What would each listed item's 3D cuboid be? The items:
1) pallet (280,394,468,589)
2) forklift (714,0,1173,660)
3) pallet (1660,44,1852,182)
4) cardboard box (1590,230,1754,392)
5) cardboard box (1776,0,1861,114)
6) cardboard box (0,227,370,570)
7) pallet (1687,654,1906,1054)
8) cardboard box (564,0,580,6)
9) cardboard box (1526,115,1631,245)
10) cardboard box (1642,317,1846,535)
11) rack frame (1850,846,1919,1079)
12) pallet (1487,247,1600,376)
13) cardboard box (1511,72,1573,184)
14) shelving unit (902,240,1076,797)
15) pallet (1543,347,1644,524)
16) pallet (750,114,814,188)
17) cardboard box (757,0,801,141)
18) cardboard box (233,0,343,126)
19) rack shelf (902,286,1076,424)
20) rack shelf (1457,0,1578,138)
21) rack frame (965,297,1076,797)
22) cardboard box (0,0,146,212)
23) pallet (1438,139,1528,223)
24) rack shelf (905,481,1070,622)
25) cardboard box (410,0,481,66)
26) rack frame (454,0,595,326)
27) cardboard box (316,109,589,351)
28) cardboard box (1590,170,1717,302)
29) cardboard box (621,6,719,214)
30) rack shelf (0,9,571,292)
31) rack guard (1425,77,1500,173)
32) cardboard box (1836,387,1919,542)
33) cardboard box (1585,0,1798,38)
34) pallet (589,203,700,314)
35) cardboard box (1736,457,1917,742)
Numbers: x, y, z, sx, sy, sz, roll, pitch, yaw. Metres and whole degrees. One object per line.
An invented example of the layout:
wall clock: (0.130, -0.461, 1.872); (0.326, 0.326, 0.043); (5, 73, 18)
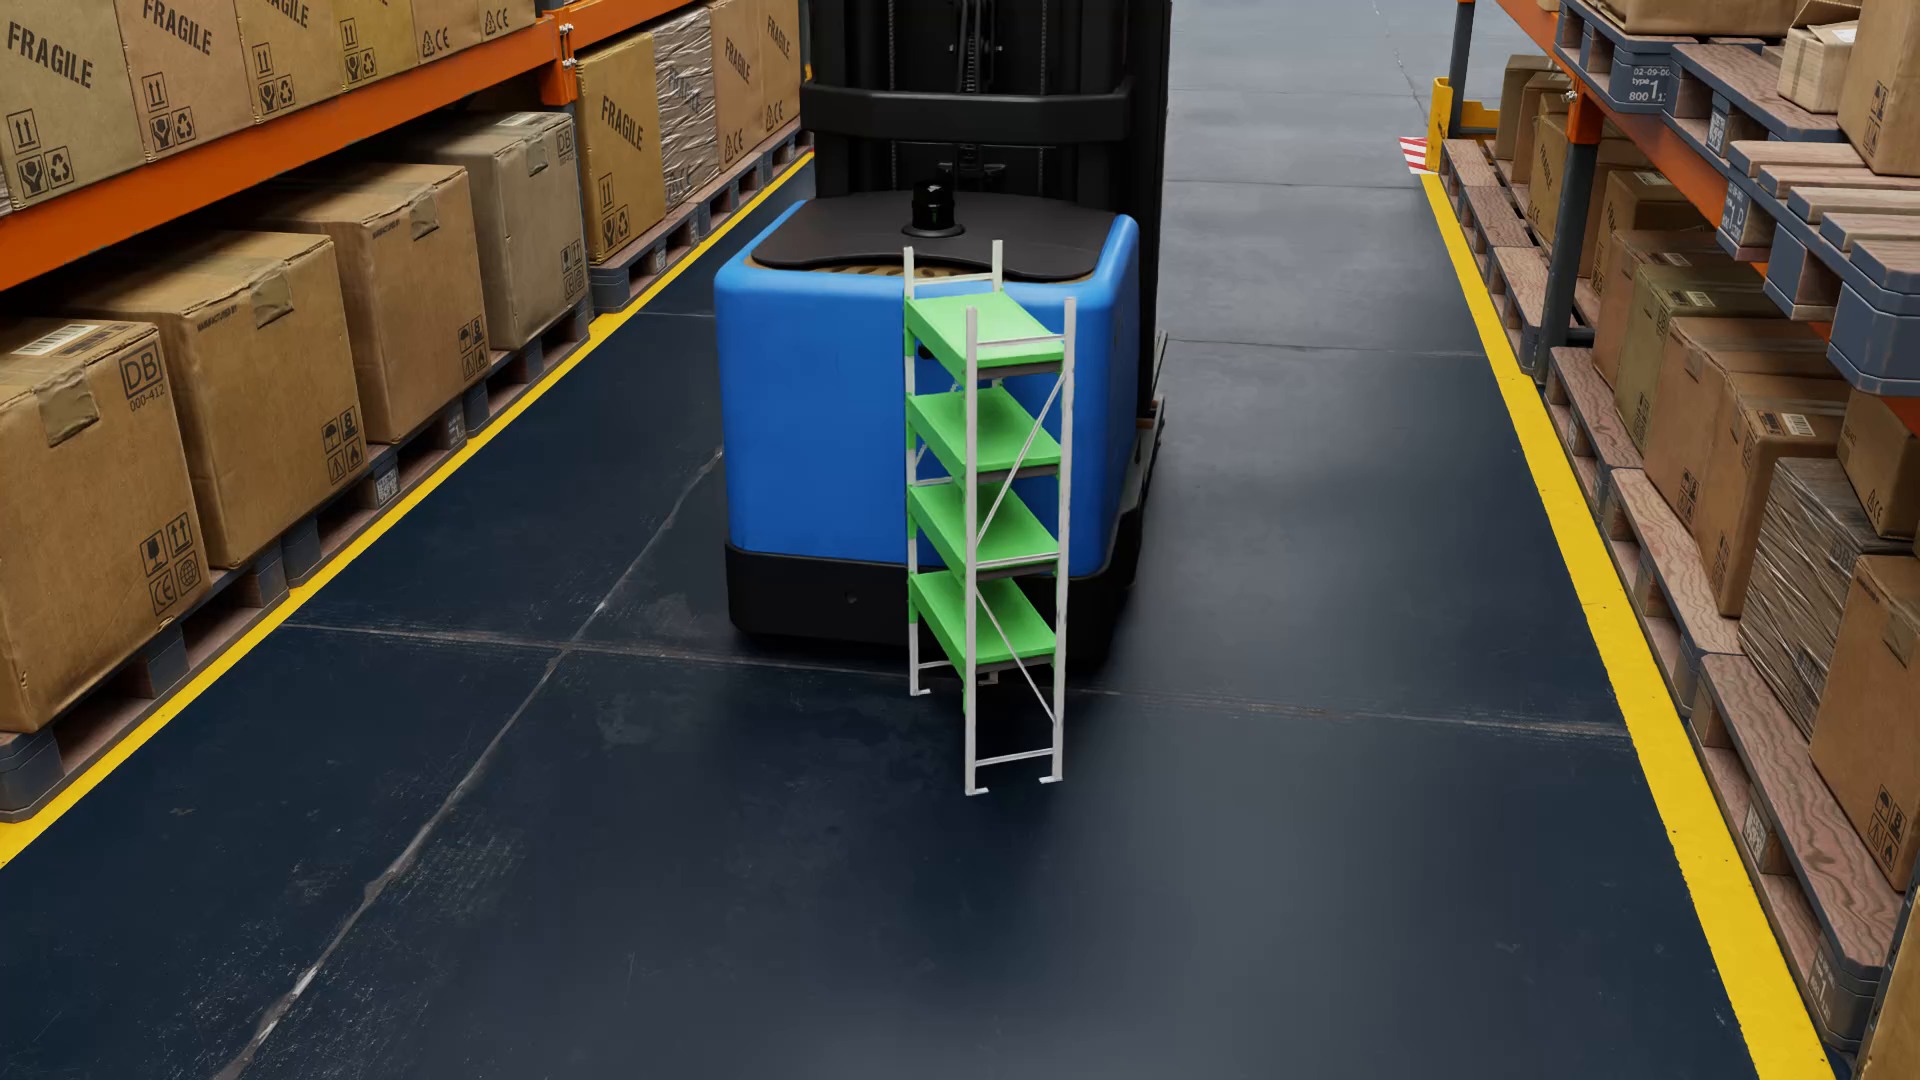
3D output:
pallet: (-2.357, -0.232, 5.497); (1.003, 0.211, 1.213); (4, 25, 9)
forklift: (0.132, -1.607, 5.227); (1.130, 2.935, 3.031); (4, 25, 9)
pallet: (2.398, -1.020, 4.116); (1.003, 0.211, 1.213); (4, 25, 9)
cardboard box: (2.647, -0.761, 5.766); (0.700, 0.500, 0.500); (2, 25, 4)
cardboard box: (2.121, -1.121, 3.770); (0.396, 0.266, 0.258); (3, 25, 7)
cardboard box: (-2.434, -0.447, 4.826); (1.050, 0.750, 0.750); (4, 25, 9)
pallet: (2.244, 0.660, 3.590); (1.003, 0.211, 1.213); (4, 25, 9)
cardboard box: (-2.060, -2.558, 6.999); (0.875, 0.550, 0.550); (4, 25, 9)
cardboard box: (2.983, -1.677, 7.747); (0.500, 0.500, 0.500); (2, 25, 4)
cardboard box: (2.459, -0.328, 4.843); (0.700, 0.500, 0.500); (2, 25, 4)
rack frame: (2.111, -0.276, 2.301); (0.949, 2.616, 0.053); (4, 25, 9)
pallet: (2.843, -0.969, 7.071); (1.003, 0.211, 1.213); (4, 25, 9)
cardboard box: (3.239, -2.167, 8.795); (0.500, 0.500, 0.500); (11, 27, 22)
shelving unit: (0.057, -0.051, 3.943); (0.258, 1.200, 0.503); (-7, 26, -16)
pallet: (2.642, -0.360, 5.770); (1.003, 0.211, 1.213); (4, 25, 9)
pallet: (-1.508, -2.405, 10.139); (1.003, 0.211, 1.213); (4, 25, 9)
cardboard box: (-1.501, -2.947, 10.019); (0.875, 0.875, 0.875); (4, 25, 9)
cardboard box: (-2.176, -1.508, 4.815); (0.500, 0.500, 0.500); (4, 25, 8)
rack shelf: (0.057, -0.428, 3.767); (0.258, 0.148, 0.480); (-7, 26, -16)
rack shelf: (3.095, -2.459, 7.815); (1.077, 0.370, 4.000); (4, 25, 9)
rack frame: (0.129, 0.048, 3.732); (0.240, 1.200, 0.015); (-7, 26, -16)
cardboard box: (-2.342, -1.089, 3.920); (0.500, 0.500, 0.500); (4, 25, 8)
pallet: (3.242, -1.990, 9.252); (1.003, 0.211, 1.213); (4, 25, 9)
rack shelf: (0.057, 0.007, 3.970); (0.258, 0.148, 0.480); (-7, 26, -16)
cardboard box: (-2.013, -1.932, 5.721); (0.500, 0.500, 0.500); (4, 25, 8)
rack frame: (-2.109, -2.335, 6.699); (1.000, 3.000, 0.127); (4, 25, 9)
cardboard box: (-2.121, -1.240, 6.519); (1.050, 0.750, 0.750); (4, 25, 8)
cardboard box: (2.873, -1.171, 6.667); (0.500, 0.500, 0.500); (3, 25, 7)
cardboard box: (-1.793, -2.198, 8.418); (0.875, 0.875, 0.875); (4, 25, 9)
rack shelf: (-2.435, -1.172, 5.065); (1.077, 0.370, 4.000); (4, 25, 9)
rack guard: (3.409, -2.458, 9.911); (1.175, 0.500, 0.348); (4, 25, 9)
cardboard box: (2.271, -0.187, 3.657); (0.500, 0.250, 0.500); (7, 26, 14)
cardboard box: (2.500, -2.088, 4.970); (1.000, 1.000, 1.000); (4, 25, 9)
pallet: (-1.907, -1.384, 7.958); (1.003, 0.211, 1.213); (4, 25, 9)
cardboard box: (2.282, 0.143, 3.837); (0.700, 0.500, 0.500); (2, 25, 4)
